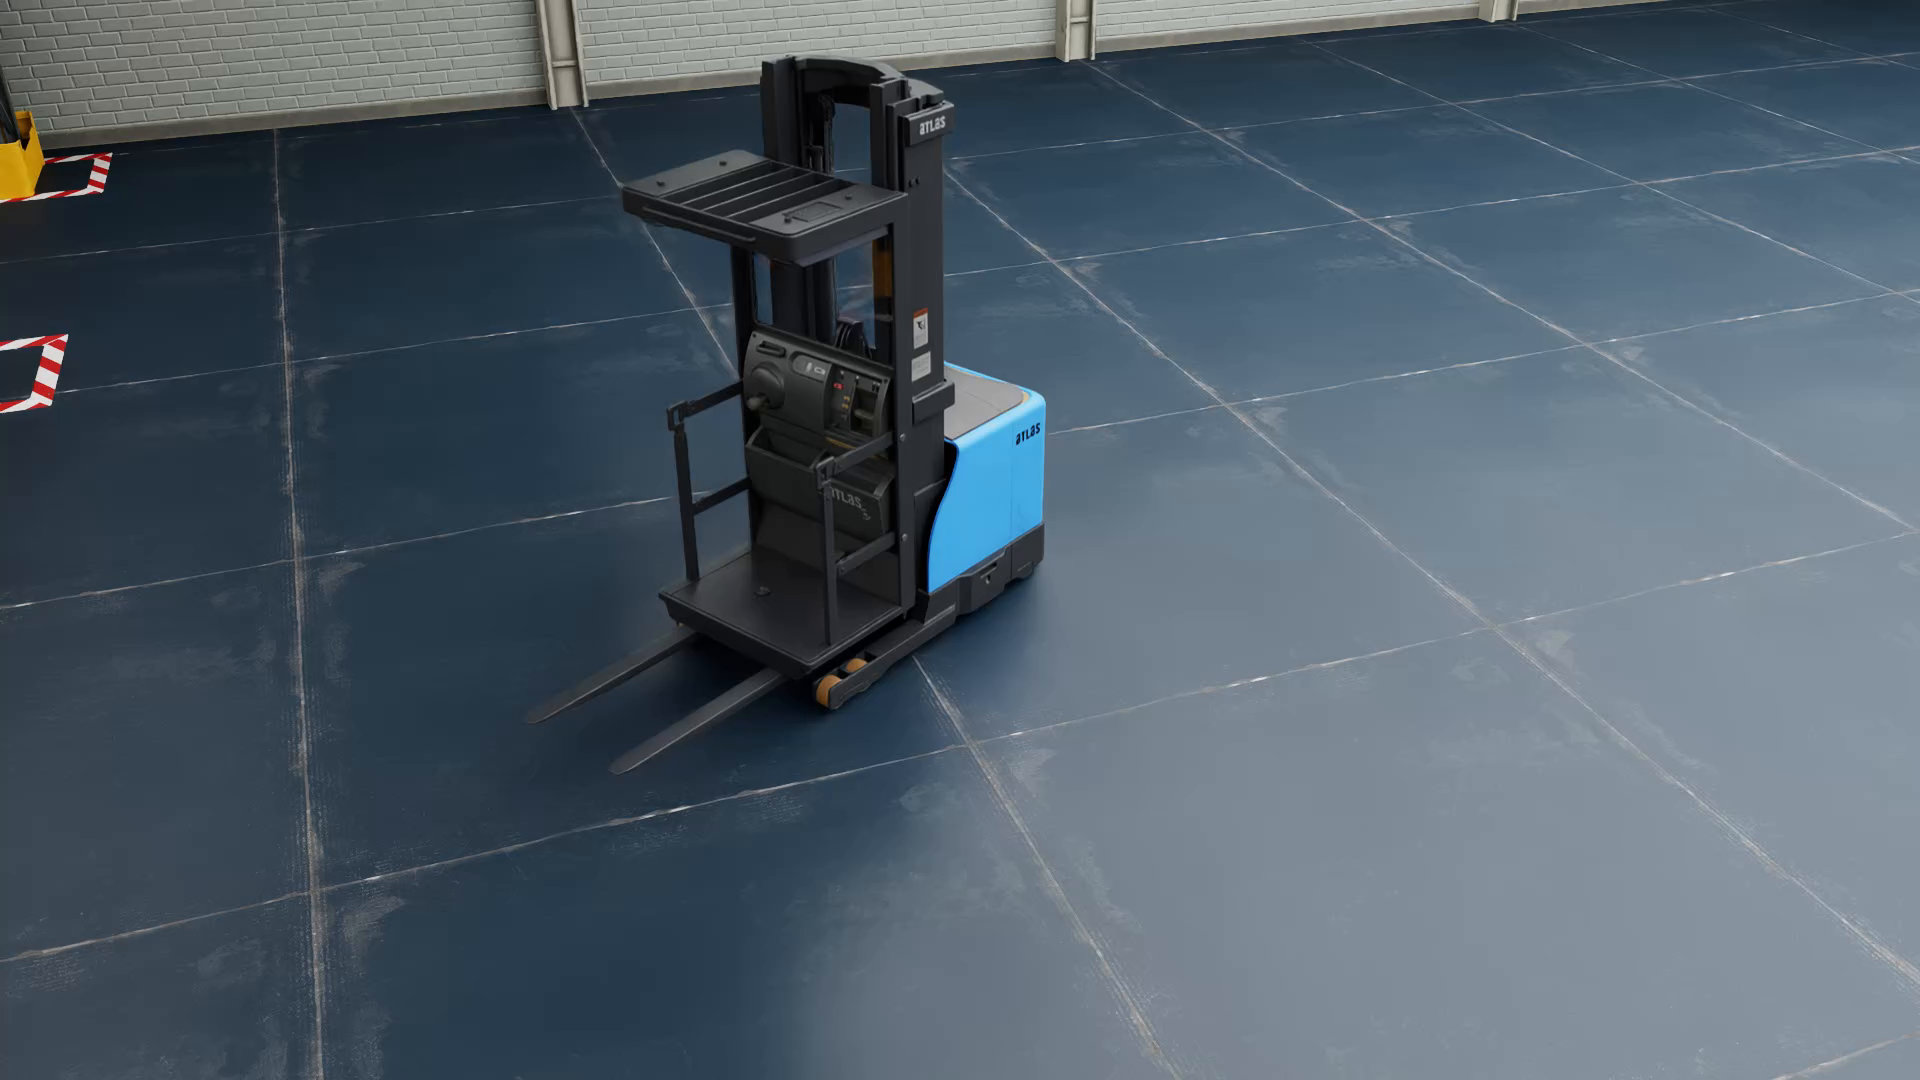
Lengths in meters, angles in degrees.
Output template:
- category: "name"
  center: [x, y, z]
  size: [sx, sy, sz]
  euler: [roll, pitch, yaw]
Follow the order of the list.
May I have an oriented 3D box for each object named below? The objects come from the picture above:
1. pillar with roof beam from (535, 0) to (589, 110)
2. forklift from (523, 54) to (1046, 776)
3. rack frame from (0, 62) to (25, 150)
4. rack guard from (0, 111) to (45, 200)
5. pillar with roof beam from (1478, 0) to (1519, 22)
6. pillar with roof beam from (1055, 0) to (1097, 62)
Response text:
- category: "pillar with roof beam"
  center: [-2.752, -6.640, 12.314]
  size: [0.400, 9.000, 9.100]
  euler: [-10, 31, -18]
- category: "forklift"
  center: [-0.842, -0.711, 8.037]
  size: [1.130, 2.935, 3.031]
  euler: [22, 36, 33]
- category: "rack frame"
  center: [-8.909, -4.697, 14.964]
  size: [0.127, 3.000, 1.000]
  euler: [-10, 31, -18]
- category: "rack guard"
  center: [-8.887, -3.615, 15.590]
  size: [0.348, 0.500, 1.175]
  euler: [-10, 31, -18]
- category: "pillar with roof beam"
  center: [8.495, -8.711, 15.949]
  size: [0.400, 9.000, 9.100]
  euler: [-10, 31, -18]
- category: "pillar with roof beam"
  center: [2.872, -7.675, 14.131]
  size: [0.400, 9.000, 9.100]
  euler: [-10, 31, -18]
